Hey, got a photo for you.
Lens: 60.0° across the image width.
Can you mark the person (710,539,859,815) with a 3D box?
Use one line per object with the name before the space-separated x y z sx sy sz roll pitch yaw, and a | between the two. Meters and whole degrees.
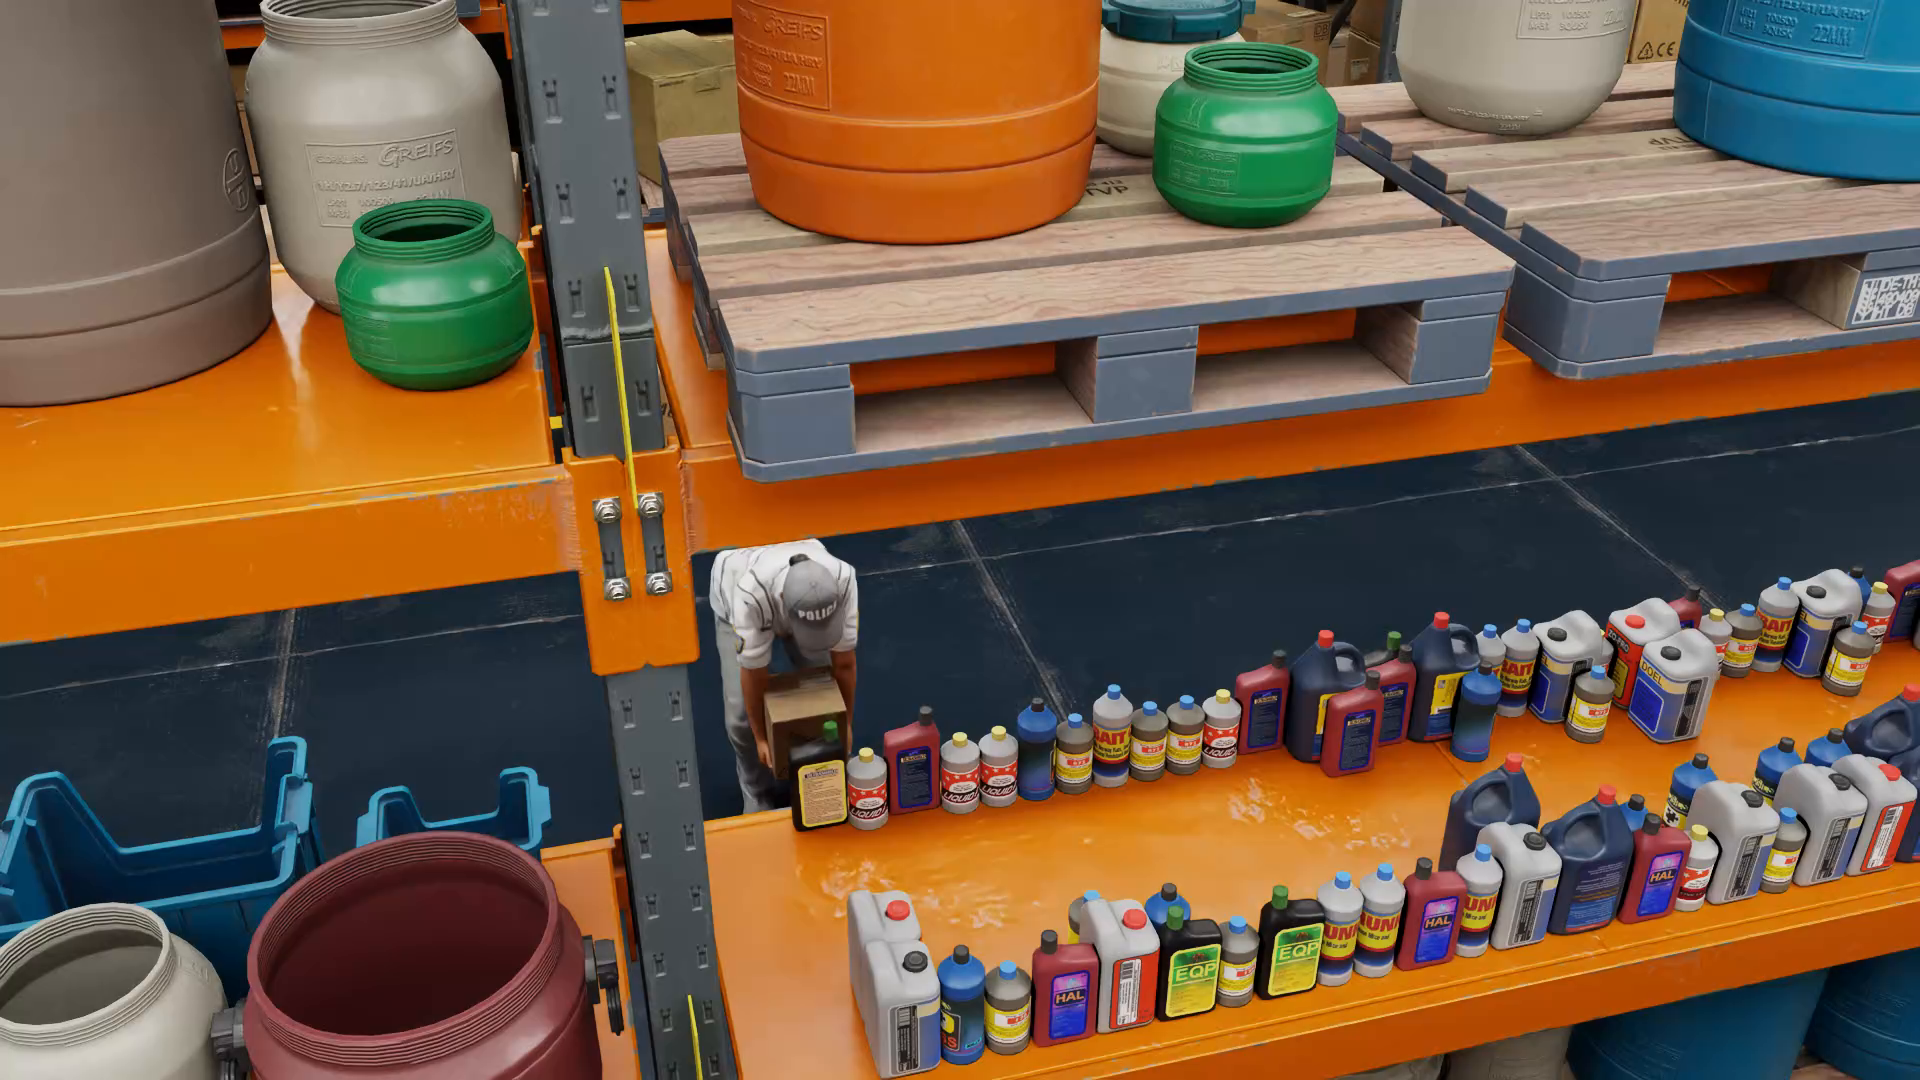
person | -0.576 0.479 5.690 0.460 1.291 0.883 -9 32 -15
